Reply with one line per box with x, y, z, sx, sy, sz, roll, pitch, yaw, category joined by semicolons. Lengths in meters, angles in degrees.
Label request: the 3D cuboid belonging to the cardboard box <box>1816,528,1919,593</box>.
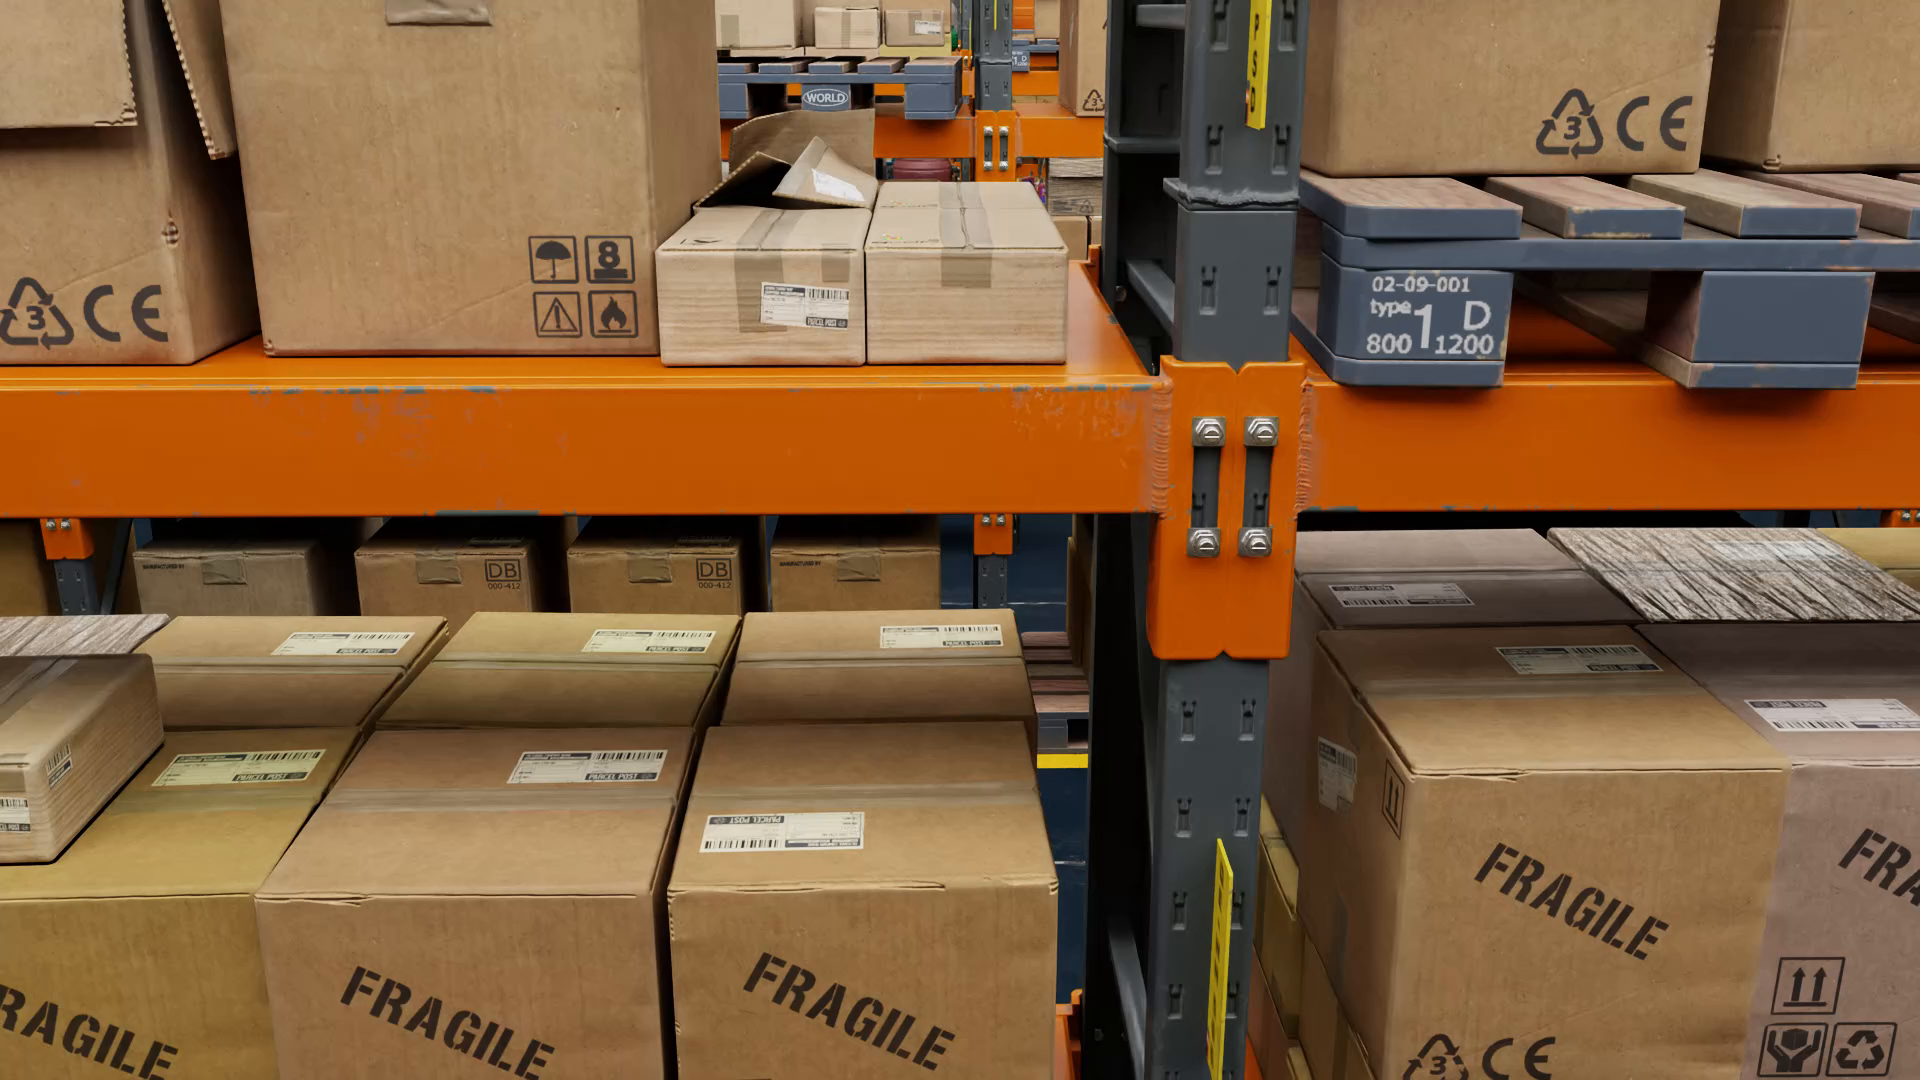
1.838;0.289;2.935;0.500;0.500;0.500;0;18;-1;cardboard box

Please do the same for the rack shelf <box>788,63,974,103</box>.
-1.840;-3.202;11.887;4.000;0.370;1.077;0;18;-1;rack shelf

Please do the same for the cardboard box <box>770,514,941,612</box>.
-0.473;0.236;7.897;0.750;0.750;1.050;-1;18;-2;cardboard box

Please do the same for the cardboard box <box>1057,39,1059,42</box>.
1.473;-6.645;21.277;0.500;0.500;0.910;0;18;-1;cardboard box

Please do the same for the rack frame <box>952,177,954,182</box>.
-0.075;-6.665;26.413;0.127;3.000;1.000;0;18;-1;rack frame

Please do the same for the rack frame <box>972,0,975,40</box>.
0.160;-4.983;11.349;0.127;3.000;1.000;0;18;-1;rack frame

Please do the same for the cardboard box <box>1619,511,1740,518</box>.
3.393;-0.074;8.045;0.500;0.250;0.500;-1;18;-3;cardboard box

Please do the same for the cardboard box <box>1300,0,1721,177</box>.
0.691;-0.825;2.441;0.637;0.503;0.797;-1;18;-4;cardboard box

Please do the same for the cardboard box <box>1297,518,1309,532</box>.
1.337;0.091;7.532;0.500;0.250;0.500;0;18;-2;cardboard box

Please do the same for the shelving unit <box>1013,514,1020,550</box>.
-0.007;-0.714;10.318;0.755;1.500;0.431;0;18;-1;shelving unit

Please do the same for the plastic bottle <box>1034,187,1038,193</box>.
0.733;-3.440;16.687;0.097;0.201;0.097;0;18;0;plastic bottle

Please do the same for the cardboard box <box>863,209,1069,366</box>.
0.004;-0.343;2.205;0.250;0.149;0.380;0;18;-1;cardboard box

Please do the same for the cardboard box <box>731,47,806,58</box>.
-1.310;-3.398;11.564;0.500;0.250;0.500;0;18;1;cardboard box

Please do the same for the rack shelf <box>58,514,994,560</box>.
-1.863;-0.259;7.621;4.000;0.370;1.077;0;18;-1;rack shelf

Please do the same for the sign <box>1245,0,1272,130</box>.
0.323;-0.608;1.776;0.005;0.325;0.100;0;18;-1;sign

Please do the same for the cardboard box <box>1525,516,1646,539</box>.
2.881;0.082;7.557;0.500;0.250;0.500;1;18;2;cardboard box

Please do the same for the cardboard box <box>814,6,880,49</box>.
-0.458;-2.105;6.821;0.250;0.166;0.380;0;18;-1;cardboard box

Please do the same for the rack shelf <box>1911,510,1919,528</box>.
6.136;-0.297;7.741;4.000;0.370;1.077;0;18;-1;rack shelf

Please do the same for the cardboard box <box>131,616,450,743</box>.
-1.189;0.452;2.890;0.500;0.500;0.500;0;18;0;cardboard box

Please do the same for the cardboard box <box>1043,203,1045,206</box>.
0.649;-2.252;12.493;0.500;0.500;0.500;0;18;1;cardboard box

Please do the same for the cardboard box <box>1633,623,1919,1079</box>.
1.309;0.444;2.453;0.500;0.500;0.500;0;18;-1;cardboard box

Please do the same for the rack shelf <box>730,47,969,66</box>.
-1.918;-4.715;16.602;4.000;0.370;1.077;0;18;-1;rack shelf

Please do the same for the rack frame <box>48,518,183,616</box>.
-3.863;-0.592;7.481;0.127;3.000;1.000;0;18;-1;rack frame

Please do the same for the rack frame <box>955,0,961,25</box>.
0.007;-8.008;20.780;0.127;3.000;1.000;0;18;-1;rack frame

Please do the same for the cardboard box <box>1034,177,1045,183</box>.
1.538;-5.807;26.570;0.750;0.750;0.750;0;18;-1;cardboard box

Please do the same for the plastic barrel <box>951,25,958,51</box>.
-0.165;-4.976;16.494;0.294;0.245;0.294;0;18;0;plastic barrel

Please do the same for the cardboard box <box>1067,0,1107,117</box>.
0.712;-2.008;6.823;0.500;0.500;0.500;0;18;-1;cardboard box

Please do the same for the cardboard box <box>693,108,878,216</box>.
-0.257;-0.513;2.545;0.258;0.266;0.396;0;18;-1;cardboard box

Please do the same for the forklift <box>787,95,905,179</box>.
-1.130;-3.071;15.322;1.130;2.935;3.031;5;18;14;forklift

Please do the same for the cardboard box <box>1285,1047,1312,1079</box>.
0.809;1.046;2.620;0.500;0.250;0.500;-1;18;-2;cardboard box

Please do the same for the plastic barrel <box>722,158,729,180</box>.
-2.224;-3.626;16.716;0.433;0.535;0.433;0;18;0;plastic barrel

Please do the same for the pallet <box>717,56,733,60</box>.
-1.624;-1.924;7.032;1.213;0.211;1.003;1;18;2;pallet

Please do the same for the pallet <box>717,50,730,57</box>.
-2.184;-3.422;11.702;1.003;0.211;1.213;0;18;-1;pallet

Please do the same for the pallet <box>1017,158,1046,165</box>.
0.684;-5.085;21.803;1.003;0.211;1.213;0;18;-1;pallet

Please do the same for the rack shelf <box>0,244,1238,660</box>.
-1.684;-0.176;2.451;4.000;0.370;1.077;0;18;-1;rack shelf

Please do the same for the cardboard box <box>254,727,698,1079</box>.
-0.651;0.604;2.415;0.500;0.500;0.500;-1;18;-2;cardboard box

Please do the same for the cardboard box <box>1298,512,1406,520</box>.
1.830;-0.064;8.015;0.500;0.250;0.500;0;18;0;cardboard box

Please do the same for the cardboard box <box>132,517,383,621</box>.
-3.243;0.249;7.855;0.750;0.750;1.050;0;18;-1;cardboard box

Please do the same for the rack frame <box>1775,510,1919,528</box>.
4.136;-0.630;7.601;0.127;3.000;1.000;0;18;-1;rack frame

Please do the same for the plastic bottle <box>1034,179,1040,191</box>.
0.826;-3.673;17.411;0.097;0.201;0.097;0;18;0;plastic bottle

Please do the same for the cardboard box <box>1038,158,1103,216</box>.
0.891;-2.650;12.092;0.637;0.503;0.797;0;18;1;cardboard box
